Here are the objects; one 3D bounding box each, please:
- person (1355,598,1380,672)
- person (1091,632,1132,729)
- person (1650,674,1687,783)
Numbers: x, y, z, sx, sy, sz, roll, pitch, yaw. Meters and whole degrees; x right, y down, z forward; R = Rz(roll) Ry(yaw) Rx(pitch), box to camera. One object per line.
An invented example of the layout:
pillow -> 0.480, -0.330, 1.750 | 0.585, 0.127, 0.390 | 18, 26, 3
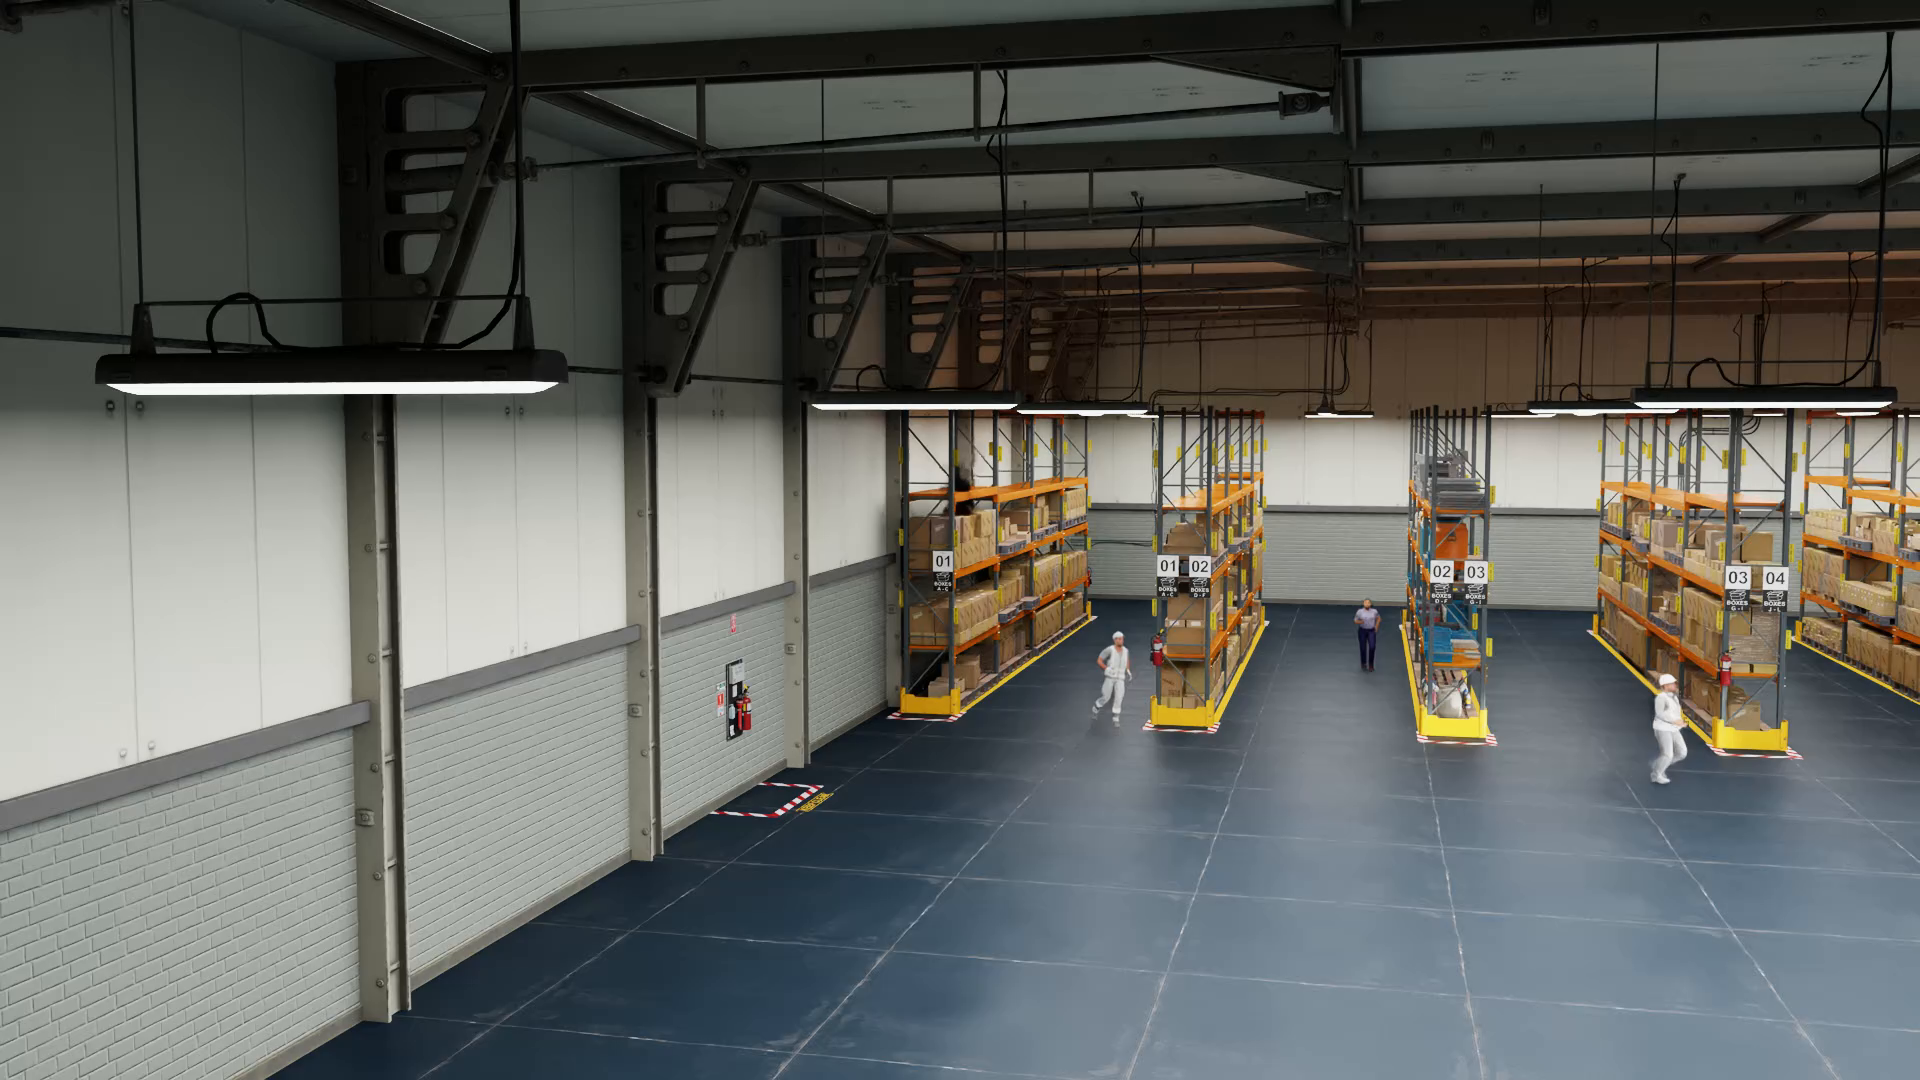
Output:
person -> 9.328, 2.182, 38.082 | 0.582, 1.695, 0.680 | 1, 4, 13
person -> 2.921, 2.594, 31.123 | 0.717, 1.749, 0.986 | -1, 4, -19
person -> 11.180, 2.971, 26.136 | 0.699, 1.729, 0.584 | -4, 6, -42
